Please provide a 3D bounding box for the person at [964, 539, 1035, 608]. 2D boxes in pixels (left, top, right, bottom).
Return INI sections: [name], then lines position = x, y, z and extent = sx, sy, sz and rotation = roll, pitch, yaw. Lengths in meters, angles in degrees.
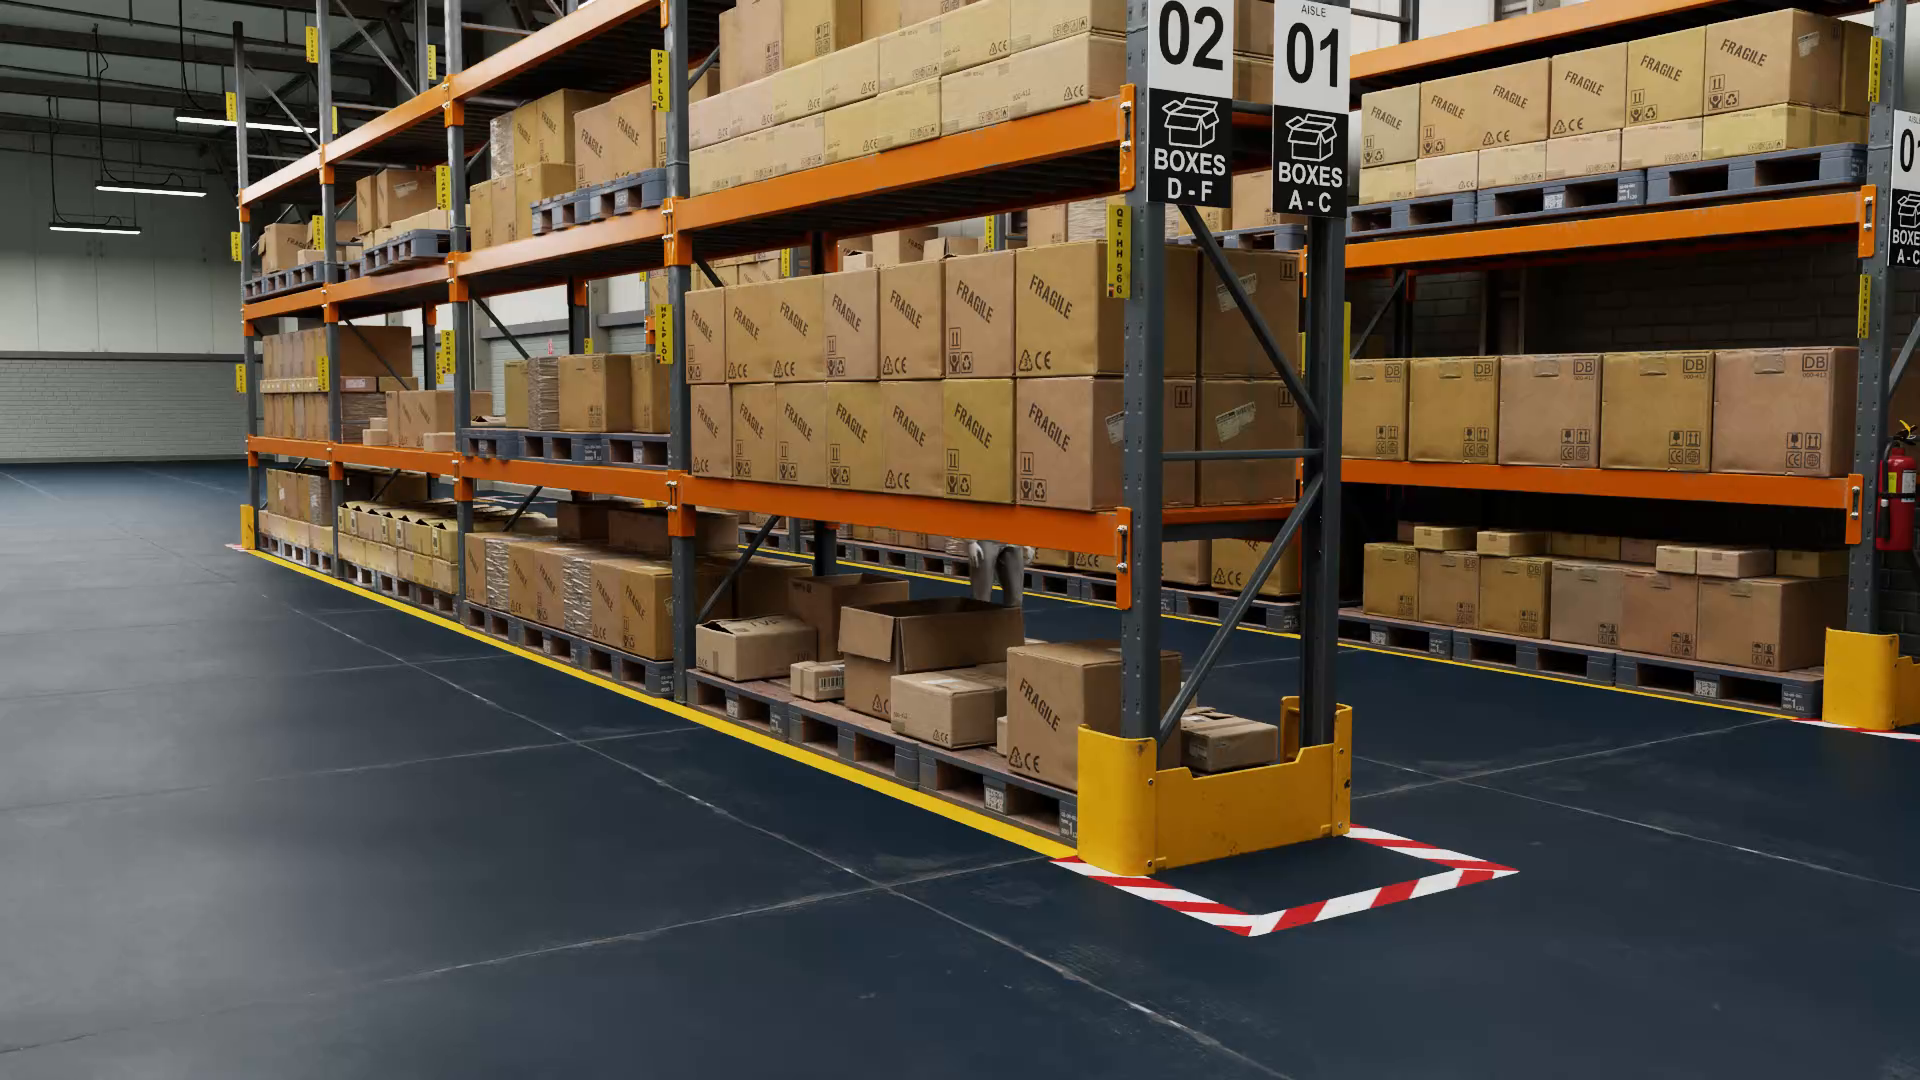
[person]
position = 0.245, 0.022, 10.271
extent = 0.546, 1.667, 0.407
rotation = -4, 6, -36
